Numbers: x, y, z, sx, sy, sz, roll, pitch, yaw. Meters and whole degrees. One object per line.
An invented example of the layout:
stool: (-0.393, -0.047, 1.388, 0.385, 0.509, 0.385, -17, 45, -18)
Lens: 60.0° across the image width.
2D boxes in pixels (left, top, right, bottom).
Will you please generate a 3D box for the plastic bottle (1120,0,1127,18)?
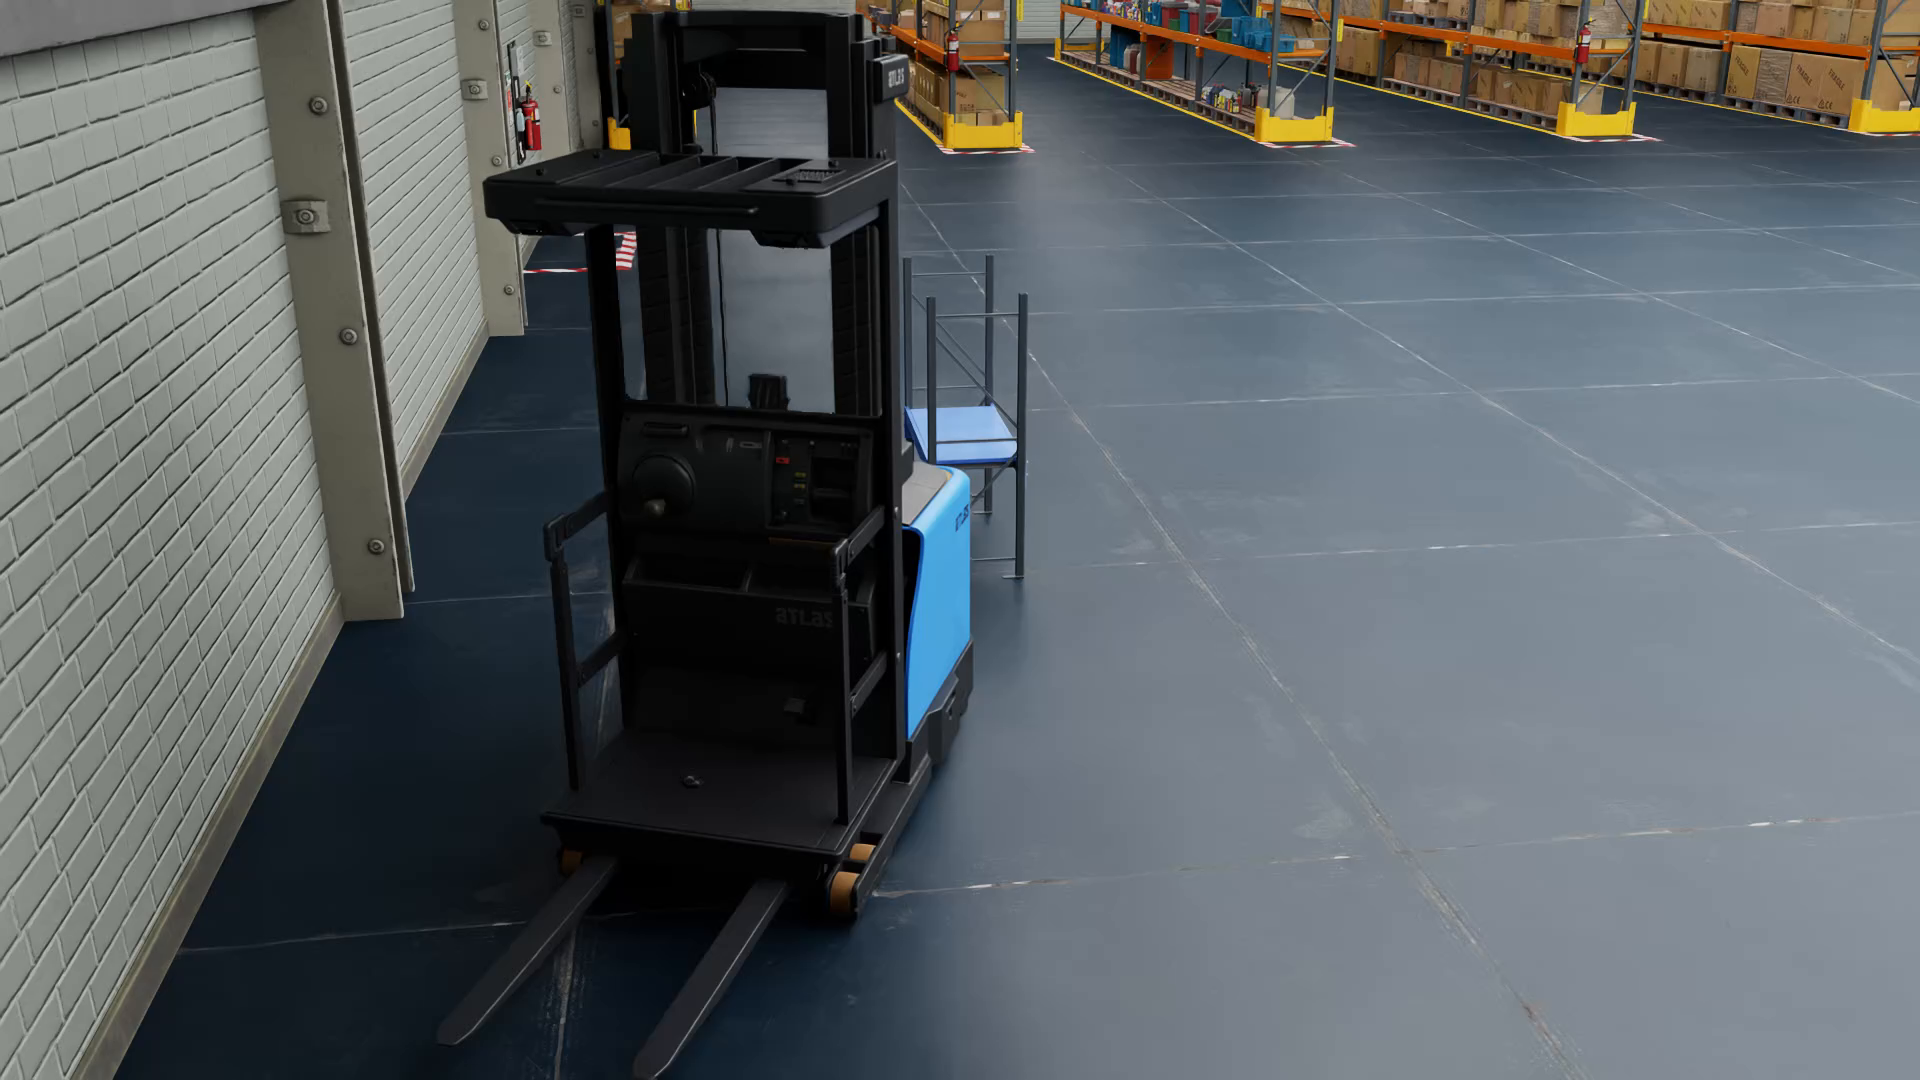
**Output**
plastic bottle: (3.412, -11.043, 34.566, 0.144, 0.351, 0.185, -3, 21, -8)

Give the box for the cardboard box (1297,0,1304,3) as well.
cardboard box: (8.009, -12.407, 37.937, 0.500, 0.250, 0.500, -2, 21, -6)

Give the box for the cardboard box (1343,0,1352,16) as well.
cardboard box: (8.453, -11.368, 35.224, 0.500, 0.500, 0.500, -3, 21, -7)

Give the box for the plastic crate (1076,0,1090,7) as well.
plastic crate: (2.875, -12.442, 38.396, 0.416, 0.233, 0.300, -3, 21, -8)

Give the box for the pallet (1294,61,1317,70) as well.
pallet: (8.377, -10.980, 38.313, 1.003, 0.211, 1.213, -3, 21, -8)

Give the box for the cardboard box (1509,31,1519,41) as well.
cardboard box: (9.526, -8.523, 28.109, 0.380, 0.149, 0.250, -3, 21, -8)

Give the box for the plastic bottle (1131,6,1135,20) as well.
plastic bottle: (3.517, -10.698, 33.757, 0.097, 0.271, 0.097, 0, 20, 0)

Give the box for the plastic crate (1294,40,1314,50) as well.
plastic crate: (5.428, -7.817, 26.236, 0.298, 0.136, 0.250, -3, 21, -8)

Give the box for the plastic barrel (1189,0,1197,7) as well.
plastic barrel: (4.505, -9.946, 31.398, 0.421, 0.512, 0.421, 0, 20, 0)

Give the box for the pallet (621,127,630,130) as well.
pallet: (-4.658, -6.118, 25.295, 1.003, 0.211, 1.213, -3, 21, -8)

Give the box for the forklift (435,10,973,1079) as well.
forklift: (-0.802, -0.215, 5.603, 1.130, 2.935, 3.031, 5, 21, 13)

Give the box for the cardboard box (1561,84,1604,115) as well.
cardboard box: (10.066, -7.107, 26.931, 0.500, 0.500, 0.500, 1, 20, 2)

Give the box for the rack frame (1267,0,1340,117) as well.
rack frame: (5.238, -7.615, 25.317, 1.000, 3.000, 0.127, -3, 21, -8)

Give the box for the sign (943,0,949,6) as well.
sign: (-0.203, -7.997, 24.347, 0.100, 0.325, 0.005, -3, 21, -8)

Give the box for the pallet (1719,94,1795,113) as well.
pallet: (14.518, -7.891, 30.042, 1.003, 0.211, 1.213, -3, 21, -8)

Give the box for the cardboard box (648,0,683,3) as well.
cardboard box: (-4.553, -8.115, 25.770, 0.500, 0.500, 0.500, -2, 21, -6)

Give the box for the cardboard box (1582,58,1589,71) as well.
cardboard box: (13.484, -10.270, 35.398, 0.500, 0.500, 0.500, -2, 21, -6)

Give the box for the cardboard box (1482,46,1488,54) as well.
cardboard box: (12.751, -11.748, 39.858, 0.380, 0.149, 0.250, -3, 21, -8)

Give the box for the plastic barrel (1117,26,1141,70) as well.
plastic barrel: (3.672, -10.549, 35.571, 0.600, 0.901, 0.708, -3, 21, -8)

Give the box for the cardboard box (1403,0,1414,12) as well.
cardboard box: (9.104, -10.693, 32.815, 0.500, 0.500, 0.500, -6, 21, -14)

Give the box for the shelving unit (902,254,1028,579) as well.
shelving unit: (0.012, -0.673, 8.875, 0.538, 1.500, 1.048, -3, 21, -8)

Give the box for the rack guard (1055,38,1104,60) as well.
rack guard: (2.915, -11.991, 40.607, 1.175, 0.500, 0.348, -3, 21, -8)

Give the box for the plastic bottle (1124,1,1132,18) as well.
plastic bottle: (3.458, -10.933, 34.271, 0.144, 0.351, 0.185, -3, 21, -8)

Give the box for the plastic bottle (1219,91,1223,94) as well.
plastic bottle: (4.453, -7.513, 28.315, 0.097, 0.271, 0.097, 0, 20, 0)

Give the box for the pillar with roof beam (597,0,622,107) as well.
pillar with roof beam: (-2.127, -12.419, 29.605, 9.100, 9.000, 0.400, -3, 21, -8)

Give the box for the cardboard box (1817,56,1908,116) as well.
cardboard box: (14.899, -7.512, 27.480, 0.875, 0.875, 0.875, -3, 21, -7)

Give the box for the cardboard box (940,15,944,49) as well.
cardboard box: (0.056, -8.111, 26.503, 0.700, 0.500, 0.500, -2, 21, -6)

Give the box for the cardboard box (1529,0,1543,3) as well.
cardboard box: (9.668, -9.043, 27.144, 0.500, 0.500, 0.500, -3, 21, -8)

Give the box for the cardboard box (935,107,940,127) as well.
cardboard box: (-0.118, -6.618, 25.978, 0.500, 0.250, 0.500, -3, 21, -8)

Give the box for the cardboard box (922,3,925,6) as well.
cardboard box: (-0.483, -9.420, 30.009, 0.500, 0.500, 0.500, -3, 21, -8)

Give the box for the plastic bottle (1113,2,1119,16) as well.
plastic bottle: (3.332, -11.211, 35.124, 0.152, 0.276, 0.135, -3, 21, -8)

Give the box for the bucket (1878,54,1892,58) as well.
bucket: (16.787, -8.712, 30.762, 0.726, 0.611, 0.620, 4, 11, 11)

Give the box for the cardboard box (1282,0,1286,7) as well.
cardboard box: (7.781, -12.614, 39.062, 0.380, 0.149, 0.250, -3, 21, -9)

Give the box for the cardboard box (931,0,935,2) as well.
cardboard box: (-0.096, -9.077, 27.236, 0.700, 0.500, 0.500, -3, 21, -8)

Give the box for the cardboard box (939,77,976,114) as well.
cardboard box: (-0.036, -6.797, 25.385, 0.500, 0.500, 0.500, -3, 21, -8)

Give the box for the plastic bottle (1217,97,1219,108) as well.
plastic bottle: (4.412, -7.430, 28.192, 0.097, 0.201, 0.097, 0, 20, 0)

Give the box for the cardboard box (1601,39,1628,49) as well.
cardboard box: (10.334, -7.857, 26.326, 0.380, 0.149, 0.250, -3, 21, -8)

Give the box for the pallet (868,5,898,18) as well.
pallet: (-1.387, -11.149, 35.053, 1.003, 0.211, 1.213, -3, 21, -8)

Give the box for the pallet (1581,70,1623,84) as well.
pallet: (13.798, -9.814, 35.190, 1.003, 0.211, 1.213, -3, 21, -8)

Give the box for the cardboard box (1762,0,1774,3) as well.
cardboard box: (14.699, -9.727, 29.214, 0.875, 0.550, 0.550, -3, 21, -8)

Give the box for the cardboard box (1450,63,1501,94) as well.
cardboard box: (9.496, -8.498, 30.626, 0.700, 0.500, 0.500, -5, 21, -12)

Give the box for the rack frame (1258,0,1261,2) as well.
rack frame: (7.833, -13.404, 40.818, 1.000, 3.000, 0.127, -3, 21, -8)

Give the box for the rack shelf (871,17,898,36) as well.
rack shelf: (-1.105, -10.491, 34.047, 1.077, 0.370, 4.000, -3, 21, -8)

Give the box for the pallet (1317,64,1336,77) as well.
pallet: (8.595, -10.450, 36.892, 1.003, 0.211, 1.213, -3, 21, -8)

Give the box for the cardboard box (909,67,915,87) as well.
cardboard box: (-0.664, -8.228, 29.487, 0.500, 0.311, 0.500, -2, 21, -6)

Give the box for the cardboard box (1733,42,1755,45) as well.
cardboard box: (18.385, -11.510, 38.182, 0.875, 0.875, 0.875, -2, 21, -6)

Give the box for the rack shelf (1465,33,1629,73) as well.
rack shelf: (9.851, -8.220, 27.965, 1.077, 0.370, 4.000, -3, 21, -8)

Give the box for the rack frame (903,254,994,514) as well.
rack frame: (-0.061, -0.849, 9.346, 0.500, 1.500, 0.032, -3, 21, -8)

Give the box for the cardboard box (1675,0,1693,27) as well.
cardboard box: (14.000, -10.029, 31.637, 0.500, 0.500, 0.500, -3, 21, -7)

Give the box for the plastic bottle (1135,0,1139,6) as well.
plastic bottle: (3.822, -11.437, 35.622, 0.144, 0.351, 0.185, -3, 21, -8)

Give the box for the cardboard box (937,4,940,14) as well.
cardboard box: (-0.167, -8.463, 26.518, 0.380, 0.149, 0.250, -3, 21, -8)
